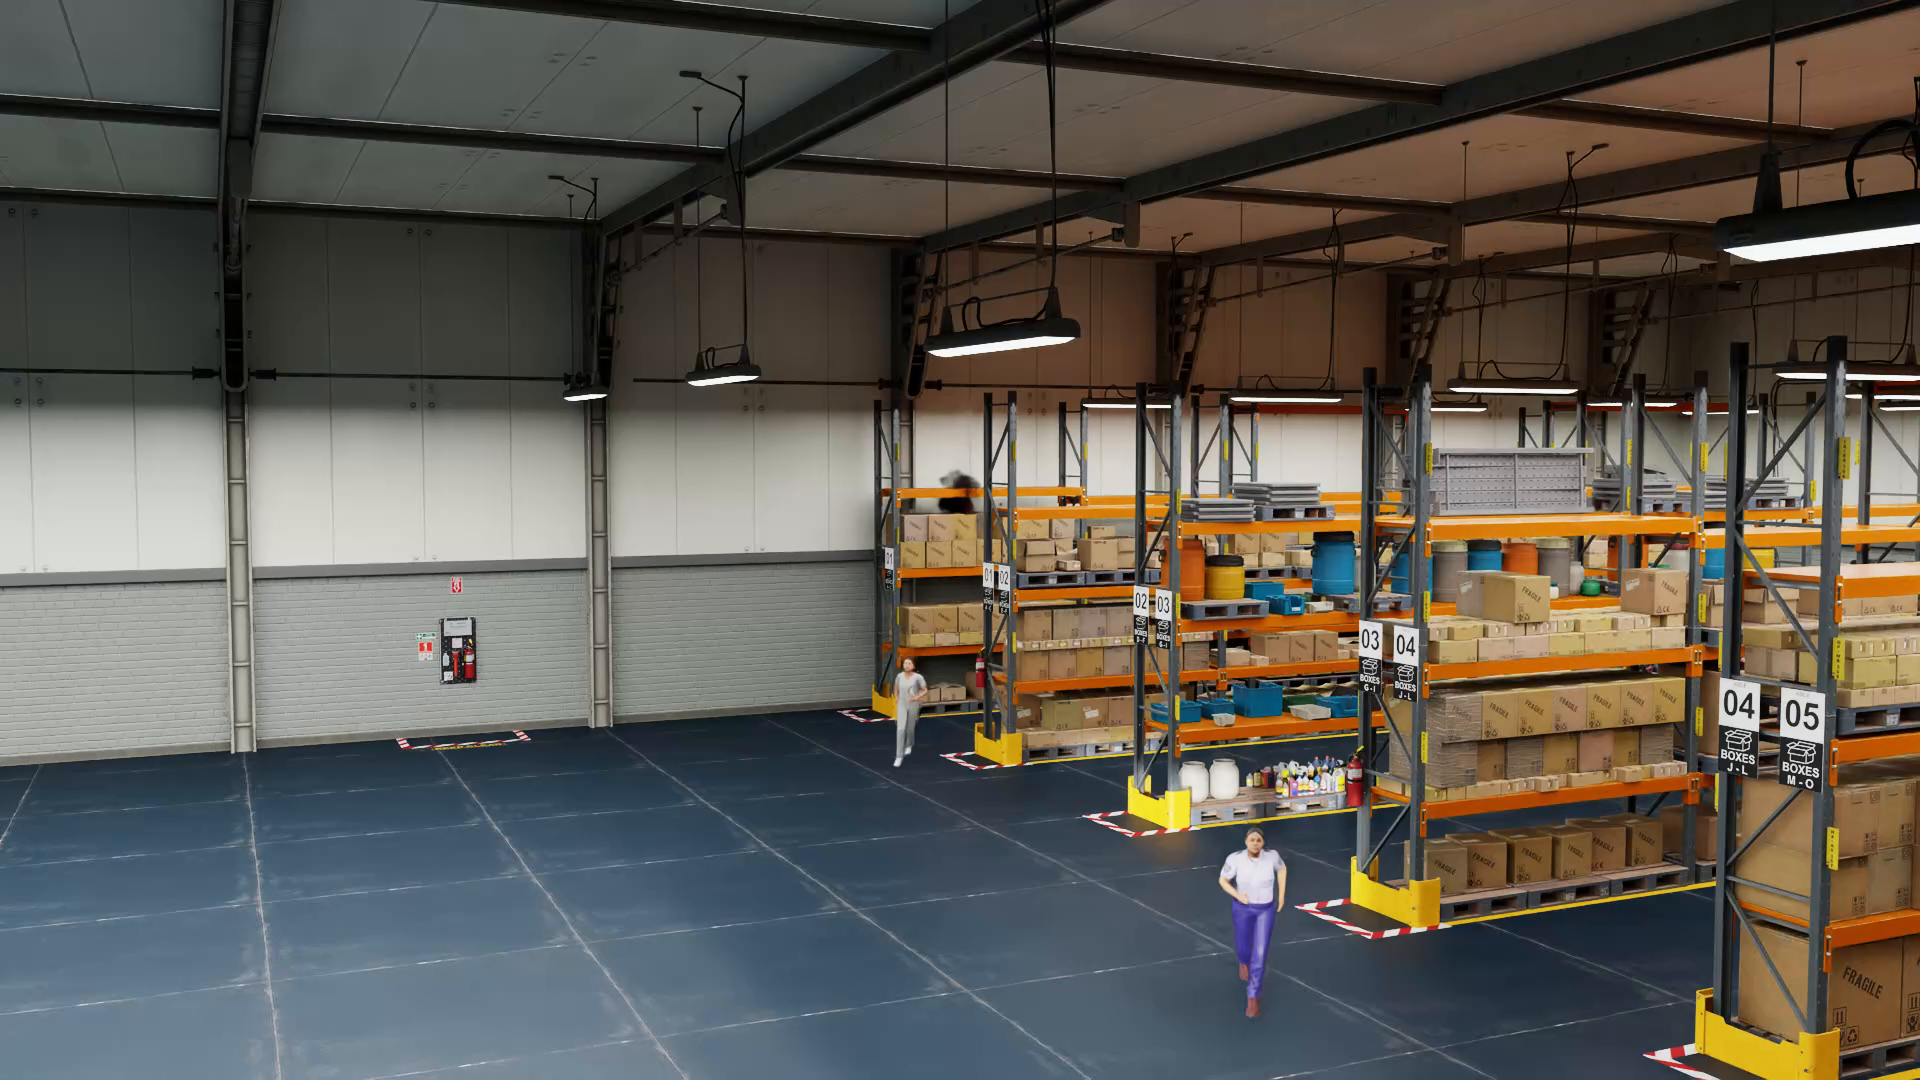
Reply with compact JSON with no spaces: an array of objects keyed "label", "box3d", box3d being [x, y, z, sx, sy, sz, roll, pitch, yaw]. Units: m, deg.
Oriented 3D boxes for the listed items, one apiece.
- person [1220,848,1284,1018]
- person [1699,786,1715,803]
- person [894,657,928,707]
[{"label":"person","box3d":[2.703,3.545,15.400,0.593,1.474,0.979,0,3,7]},{"label":"person","box3d":[10.242,2.960,22.935,0.917,1.748,0.678,-2,4,-32]},{"label":"person","box3d":[-0.795,2.255,26.268,0.576,0.781,0.441,1,3,9]}]
